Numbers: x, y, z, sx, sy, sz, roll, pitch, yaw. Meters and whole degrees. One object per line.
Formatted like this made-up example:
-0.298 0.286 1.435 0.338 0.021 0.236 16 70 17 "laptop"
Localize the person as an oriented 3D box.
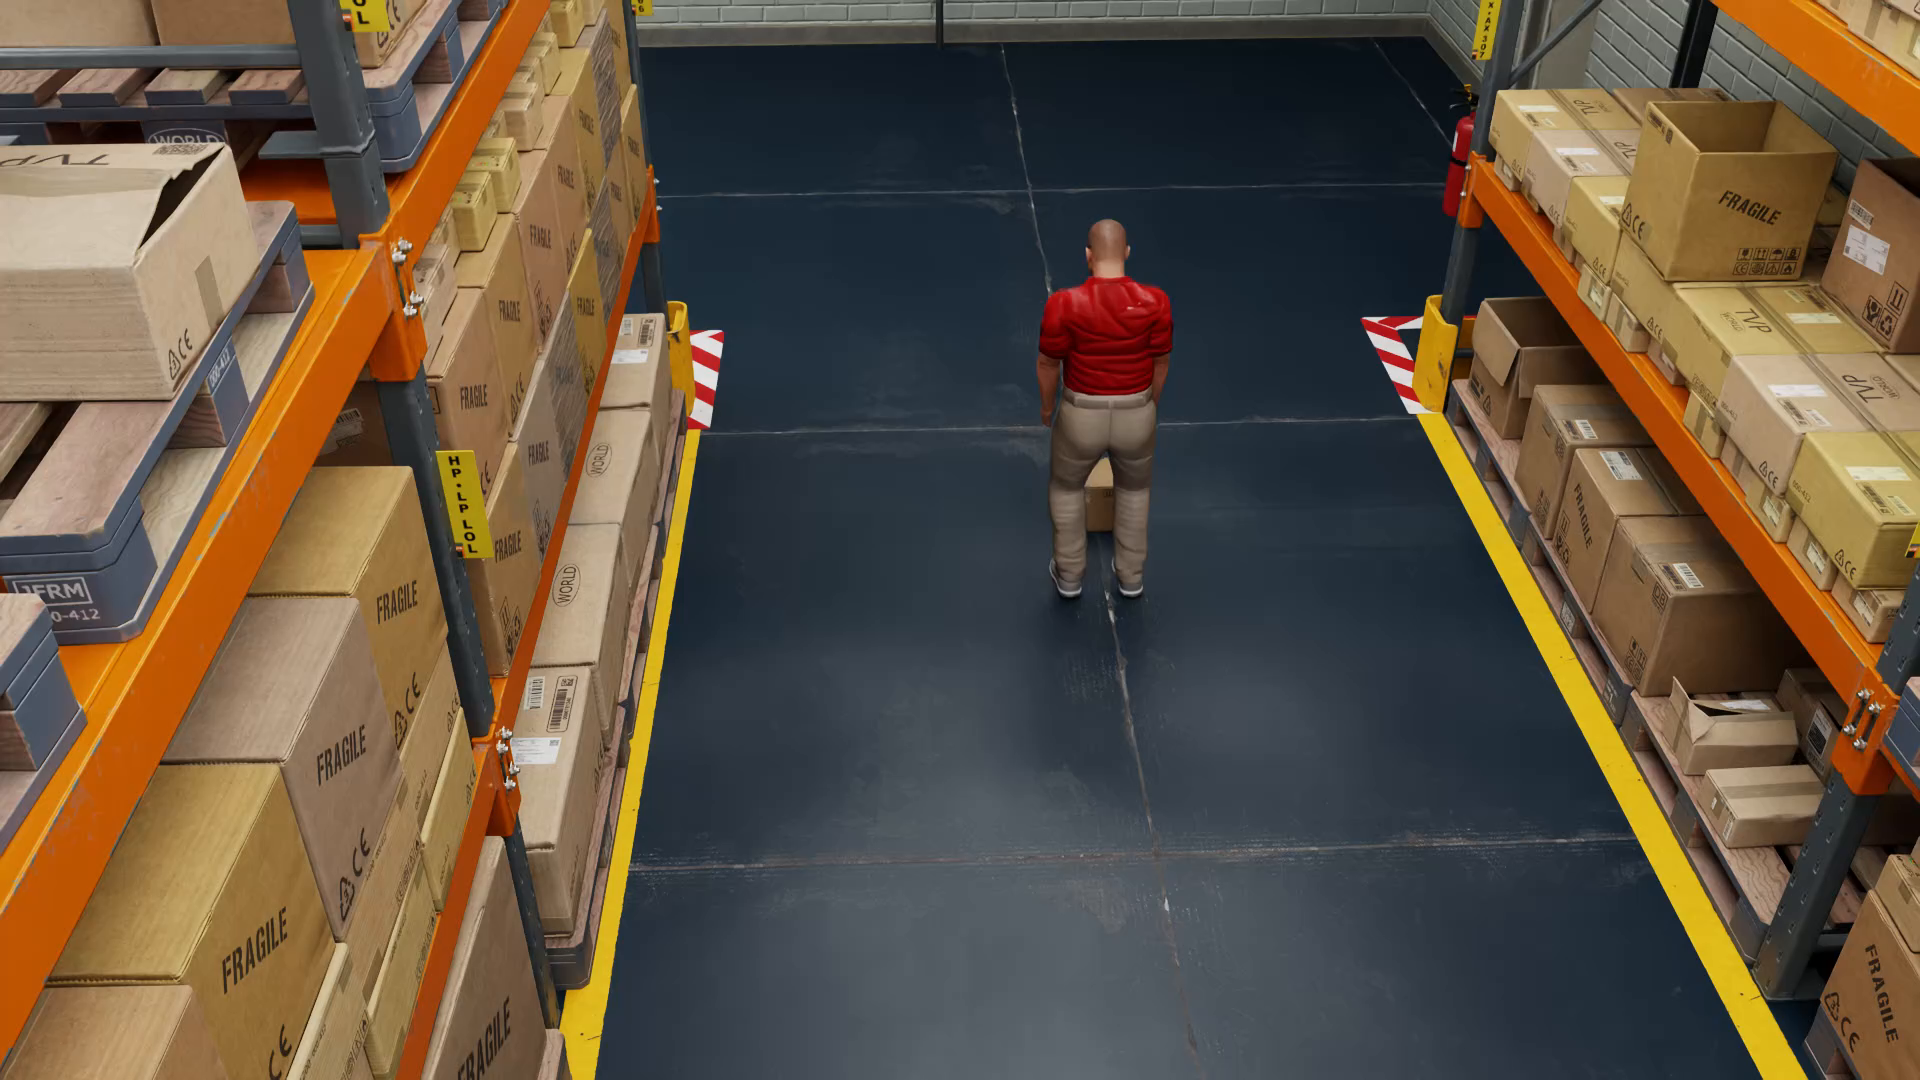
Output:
0.582 -0.508 6.917 0.544 1.705 0.376 -1 35 -1 "person"
